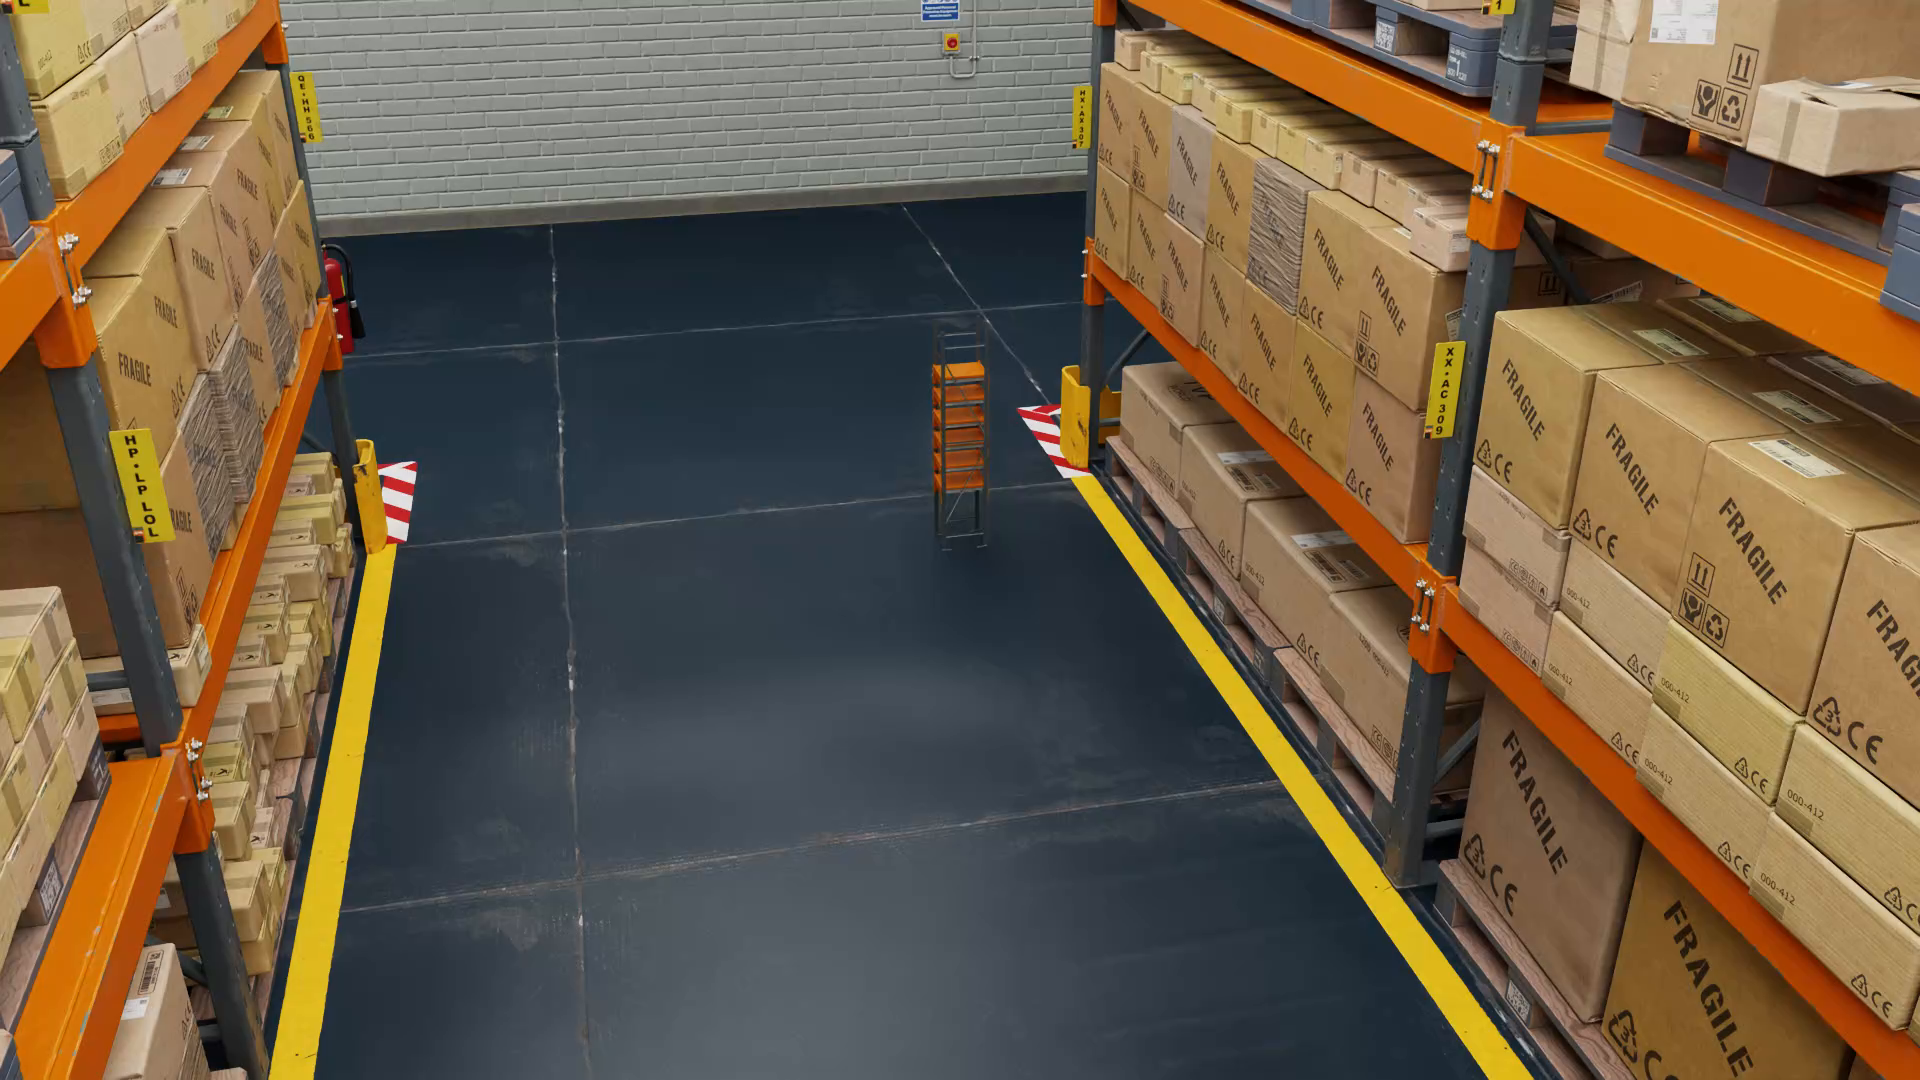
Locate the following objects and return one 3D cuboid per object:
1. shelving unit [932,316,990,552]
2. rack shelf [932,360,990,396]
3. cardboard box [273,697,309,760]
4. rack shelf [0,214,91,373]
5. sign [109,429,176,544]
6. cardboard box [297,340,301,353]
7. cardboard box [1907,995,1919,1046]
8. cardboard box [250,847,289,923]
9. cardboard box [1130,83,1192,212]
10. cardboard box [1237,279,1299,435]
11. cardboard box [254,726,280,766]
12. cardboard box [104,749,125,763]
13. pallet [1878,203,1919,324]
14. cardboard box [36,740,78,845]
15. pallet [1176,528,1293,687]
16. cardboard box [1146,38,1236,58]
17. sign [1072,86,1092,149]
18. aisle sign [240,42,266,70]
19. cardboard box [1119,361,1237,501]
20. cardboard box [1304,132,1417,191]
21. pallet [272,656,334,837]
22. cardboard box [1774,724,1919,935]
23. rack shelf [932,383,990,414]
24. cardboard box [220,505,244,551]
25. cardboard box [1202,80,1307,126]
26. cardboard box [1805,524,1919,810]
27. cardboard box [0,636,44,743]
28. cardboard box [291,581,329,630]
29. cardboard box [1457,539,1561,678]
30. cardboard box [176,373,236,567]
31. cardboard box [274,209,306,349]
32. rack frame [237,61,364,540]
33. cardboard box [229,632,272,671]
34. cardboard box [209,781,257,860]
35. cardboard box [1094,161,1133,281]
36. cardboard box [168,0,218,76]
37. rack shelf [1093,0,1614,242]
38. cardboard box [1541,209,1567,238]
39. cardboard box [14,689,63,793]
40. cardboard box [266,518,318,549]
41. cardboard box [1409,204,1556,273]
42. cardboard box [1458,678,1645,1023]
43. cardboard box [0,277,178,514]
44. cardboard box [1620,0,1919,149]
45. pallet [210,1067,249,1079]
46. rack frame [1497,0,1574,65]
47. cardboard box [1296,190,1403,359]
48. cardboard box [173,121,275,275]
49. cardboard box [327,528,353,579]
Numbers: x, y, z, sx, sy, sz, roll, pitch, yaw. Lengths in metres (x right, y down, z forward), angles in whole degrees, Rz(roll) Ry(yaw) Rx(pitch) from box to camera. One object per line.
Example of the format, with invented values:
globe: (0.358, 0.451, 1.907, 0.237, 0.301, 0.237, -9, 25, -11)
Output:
shelving unit: (0.003, -0.529, 8.467, 0.258, 1.200, 0.189, -6, 27, -12)
rack shelf: (0.003, -0.811, 8.325, 0.258, 0.103, 0.180, -6, 27, -12)
cardboard box: (-2.811, 0.761, 6.611, 0.380, 0.149, 0.250, -7, 28, -13)
rack shelf: (-2.259, 0.294, 2.308, 1.077, 0.370, 4.000, -6, 27, -12)
sign: (-2.170, -0.141, 4.415, 0.100, 0.325, 0.005, -6, 27, -12)
cardboard box: (-3.172, -0.874, 7.431, 0.380, 0.149, 0.250, -6, 27, -12)
cardboard box: (2.396, 1.069, 3.470, 0.500, 0.250, 0.500, -6, 27, -12)
cardboard box: (-2.539, 1.210, 5.722, 0.380, 0.149, 0.250, -5, 27, -10)
cardboard box: (1.143, -1.894, 7.954, 0.500, 0.500, 0.500, -7, 28, -13)
cardboard box: (1.488, -0.780, 6.855, 0.500, 0.500, 0.500, -6, 27, -12)
cardboard box: (-2.811, 0.747, 6.308, 0.380, 0.149, 0.250, -5, 27, -9)
cardboard box: (-3.185, 0.785, 5.903, 0.380, 0.149, 0.250, -5, 27, -10)
pallet: (2.540, -0.380, 3.054, 1.003, 0.211, 1.213, -5, 27, -9)
cardboard box: (-2.368, 0.627, 3.992, 0.380, 0.149, 0.250, -6, 27, -11)
pallet: (1.717, 0.253, 8.014, 1.003, 0.211, 1.213, -6, 27, -12)
cardboard box: (1.127, -2.358, 8.152, 0.380, 0.149, 0.250, -5, 27, -10)
sign: (0.647, -2.237, 8.805, 0.100, 0.325, 0.005, -6, 27, -12)
aisle sign: (-3.335, -2.545, 7.579, 0.394, 0.787, 0.004, -6, 27, -12)
cardboard box: (1.435, -0.633, 9.053, 0.875, 0.438, 0.875, -7, 28, -13)
cardboard box: (1.544, -1.449, 6.352, 0.380, 0.149, 0.250, -6, 27, -12)
pallet: (-3.174, 0.851, 6.830, 1.003, 0.211, 1.213, -6, 27, -12)
cardboard box: (2.263, 0.625, 3.795, 0.500, 0.250, 0.500, -7, 28, -13)
rack shelf: (0.003, -0.704, 8.379, 0.258, 0.103, 0.180, -6, 27, -12)
cardboard box: (-2.745, -0.066, 5.831, 0.380, 0.149, 0.250, -5, 27, -11)
cardboard box: (1.277, -1.895, 7.234, 0.380, 0.149, 0.250, -6, 27, -11)
cardboard box: (2.284, 0.285, 3.635, 0.500, 0.500, 0.500, -6, 27, -12)
cardboard box: (-2.368, 0.367, 3.846, 0.380, 0.149, 0.250, -7, 28, -13)
cardboard box: (-2.966, 0.287, 7.220, 0.380, 0.149, 0.250, -6, 27, -11)
cardboard box: (1.932, 0.174, 5.243, 0.500, 0.250, 0.500, -7, 28, -13)
cardboard box: (-2.694, -0.203, 5.382, 0.500, 0.500, 0.500, -6, 27, -12)
cardboard box: (-3.148, -1.102, 7.163, 0.500, 0.500, 0.500, -6, 27, -12)
rack frame: (-3.611, -1.322, 8.040, 1.000, 3.000, 0.127, -6, 27, -12)
cardboard box: (-2.896, 0.505, 6.458, 0.380, 0.149, 0.250, -7, 28, -14)
cardboard box: (-2.590, 0.954, 5.568, 0.380, 0.149, 0.250, -5, 27, -9)
cardboard box: (1.017, -1.674, 8.626, 0.500, 0.500, 0.500, -6, 27, -12)
cardboard box: (-2.891, -1.748, 5.721, 0.500, 0.250, 0.500, -5, 27, -9)
rack shelf: (1.639, -2.009, 6.871, 1.077, 0.370, 4.000, -6, 27, -12)
cardboard box: (2.198, -1.170, 5.798, 0.380, 0.149, 0.250, -6, 27, -11)
cardboard box: (-2.367, 0.496, 3.921, 0.380, 0.149, 0.250, -6, 27, -11)
cardboard box: (-3.066, 0.041, 7.377, 0.380, 0.149, 0.250, -7, 28, -14)
cardboard box: (1.711, -0.997, 5.455, 0.380, 0.149, 0.250, -7, 28, -13)
cardboard box: (2.308, 0.912, 5.506, 0.875, 0.875, 0.875, -5, 27, -10)
cardboard box: (-2.574, -0.413, 4.688, 0.500, 0.500, 0.500, -5, 27, -10)
cardboard box: (2.006, -1.268, 4.027, 0.500, 0.500, 0.500, -6, 27, -13)
pallet: (-2.533, 2.020, 4.513, 1.003, 0.211, 1.213, -6, 27, -12)
rack frame: (2.090, -2.791, 4.293, 1.000, 3.000, 0.127, -6, 27, -12)
cardboard box: (1.608, -1.007, 6.195, 0.500, 0.500, 0.500, -6, 27, -12)
cardboard box: (-3.026, -1.320, 6.487, 0.500, 0.500, 0.500, -5, 27, -9)
cardboard box: (-3.133, 0.076, 7.969, 0.380, 0.149, 0.250, -5, 27, -10)
